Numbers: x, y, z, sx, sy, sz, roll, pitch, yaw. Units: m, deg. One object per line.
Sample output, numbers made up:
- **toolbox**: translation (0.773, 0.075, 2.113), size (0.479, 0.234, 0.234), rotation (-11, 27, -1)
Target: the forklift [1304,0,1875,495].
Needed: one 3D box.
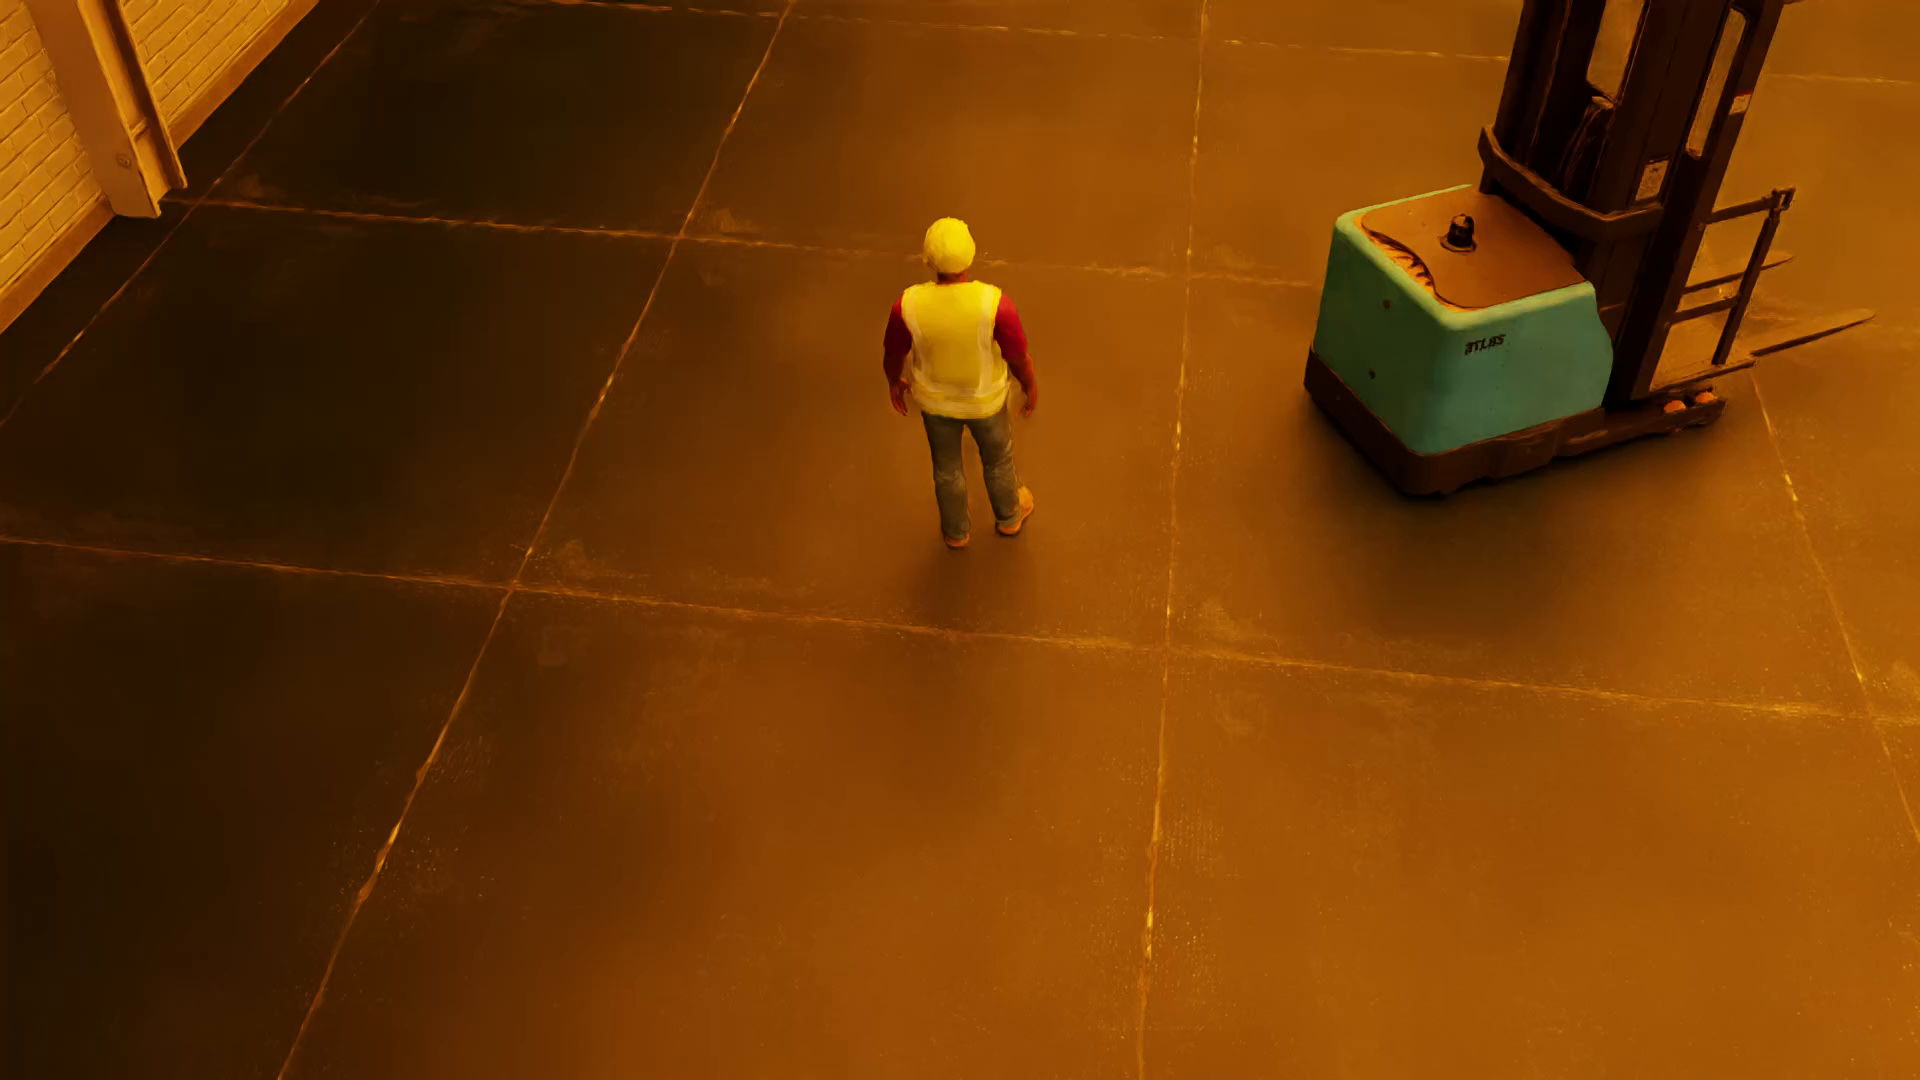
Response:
- **forklift**: translation (3.360, -1.940, 7.836), size (3.031, 2.935, 1.130), rotation (-16, 45, -16)

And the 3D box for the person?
- **person**: translation (0.015, -0.702, 7.339), size (0.665, 1.766, 0.576), rotation (5, 43, 6)
